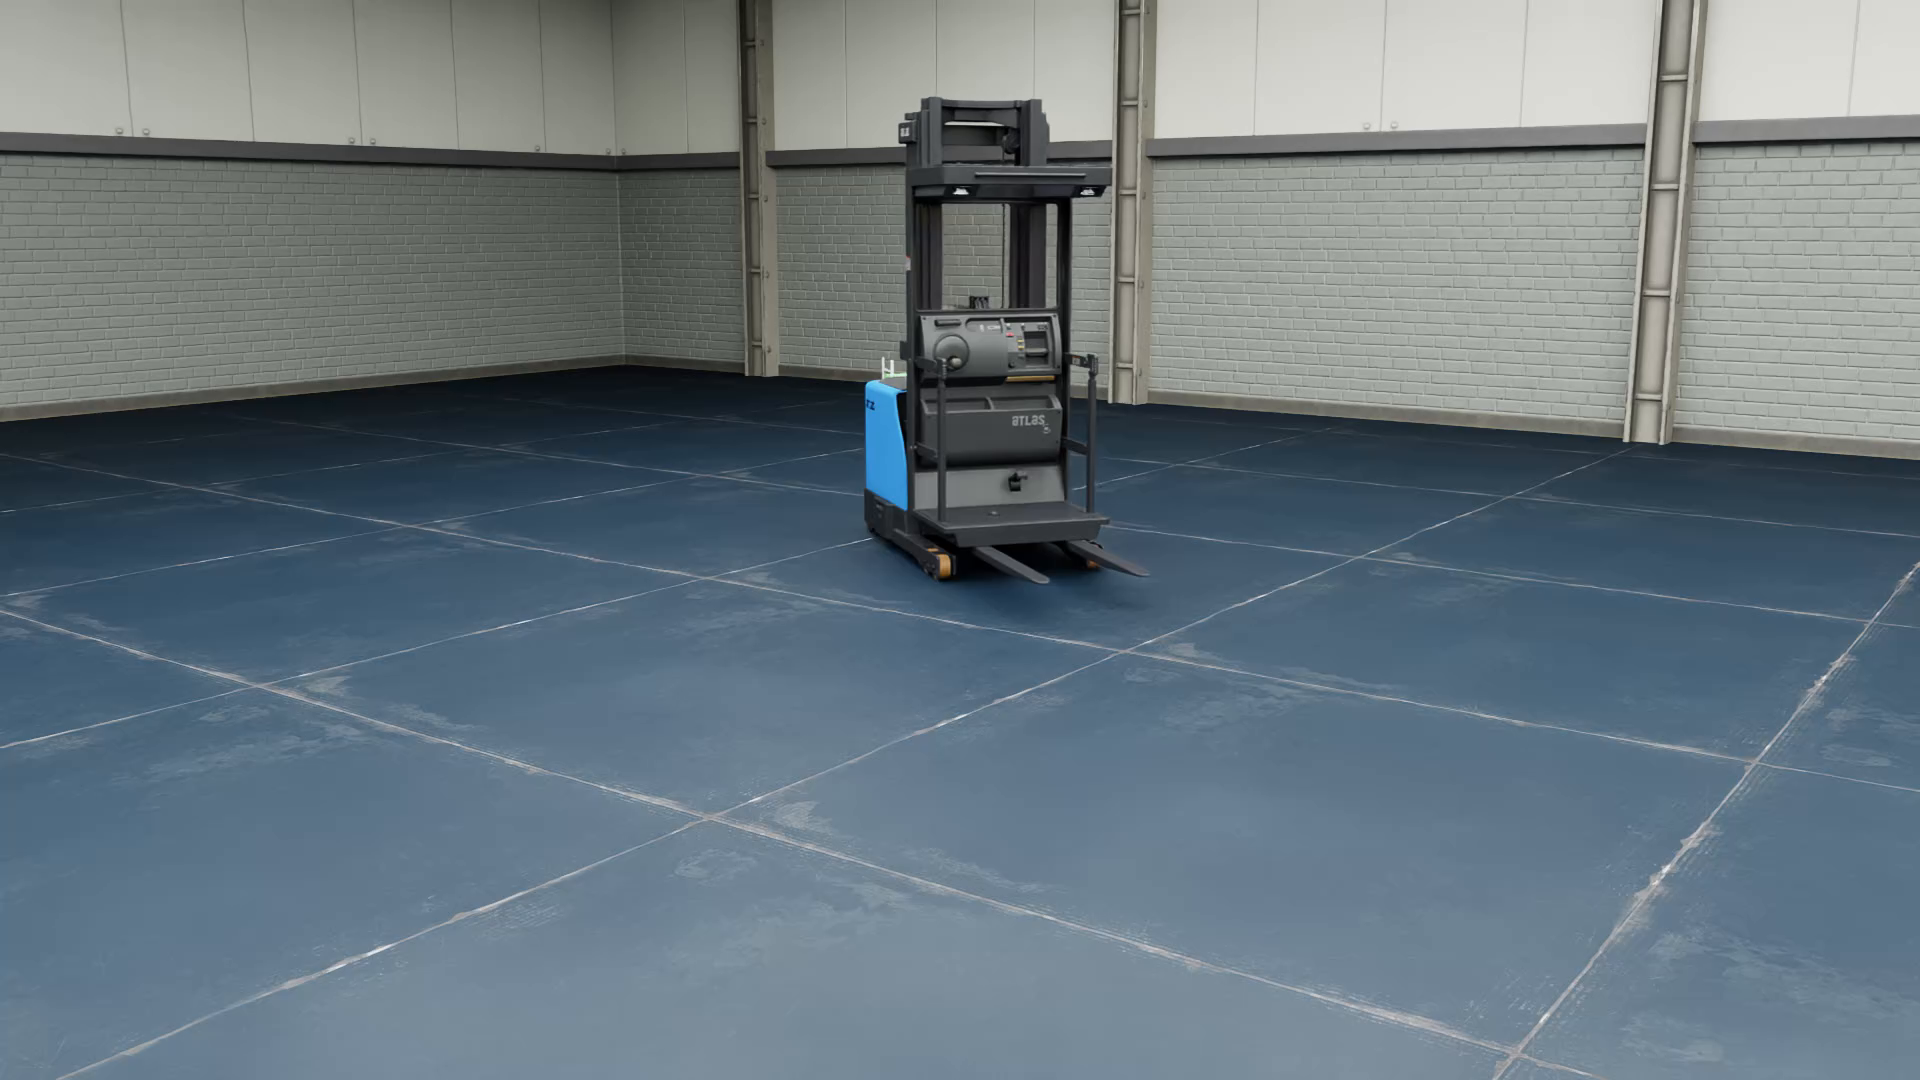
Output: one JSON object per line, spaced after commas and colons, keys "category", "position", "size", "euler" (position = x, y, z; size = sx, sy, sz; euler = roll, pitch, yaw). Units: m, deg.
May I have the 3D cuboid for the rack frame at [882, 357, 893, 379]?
{"category": "rack frame", "position": [-0.517, -0.712, 12.042], "size": [0.015, 1.200, 0.240], "euler": [-4, 11, -18]}

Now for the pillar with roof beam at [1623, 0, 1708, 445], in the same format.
{"category": "pillar with roof beam", "position": [4.321, -4.743, 12.354], "size": [0.400, 9.000, 9.100], "euler": [8, 13, 36]}

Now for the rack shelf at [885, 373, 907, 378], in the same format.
{"category": "rack shelf", "position": [-0.288, -1.136, 12.044], "size": [0.480, 0.148, 0.258], "euler": [-4, 11, -18]}

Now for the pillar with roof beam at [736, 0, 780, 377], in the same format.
{"category": "pillar with roof beam", "position": [-5.351, -6.092, 19.328], "size": [0.400, 9.000, 9.100], "euler": [8, 13, 36]}

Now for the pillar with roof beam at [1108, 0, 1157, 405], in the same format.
{"category": "pillar with roof beam", "position": [-0.515, -5.418, 15.841], "size": [0.400, 9.000, 9.100], "euler": [8, 13, 36]}

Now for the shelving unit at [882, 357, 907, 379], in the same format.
{"category": "shelving unit", "position": [-0.286, -0.727, 12.118], "size": [0.503, 1.200, 0.258], "euler": [-4, 11, -18]}

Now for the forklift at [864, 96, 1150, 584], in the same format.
{"category": "forklift", "position": [0.271, -1.277, 10.411], "size": [1.130, 2.935, 3.031], "euler": [-4, 12, -18]}
